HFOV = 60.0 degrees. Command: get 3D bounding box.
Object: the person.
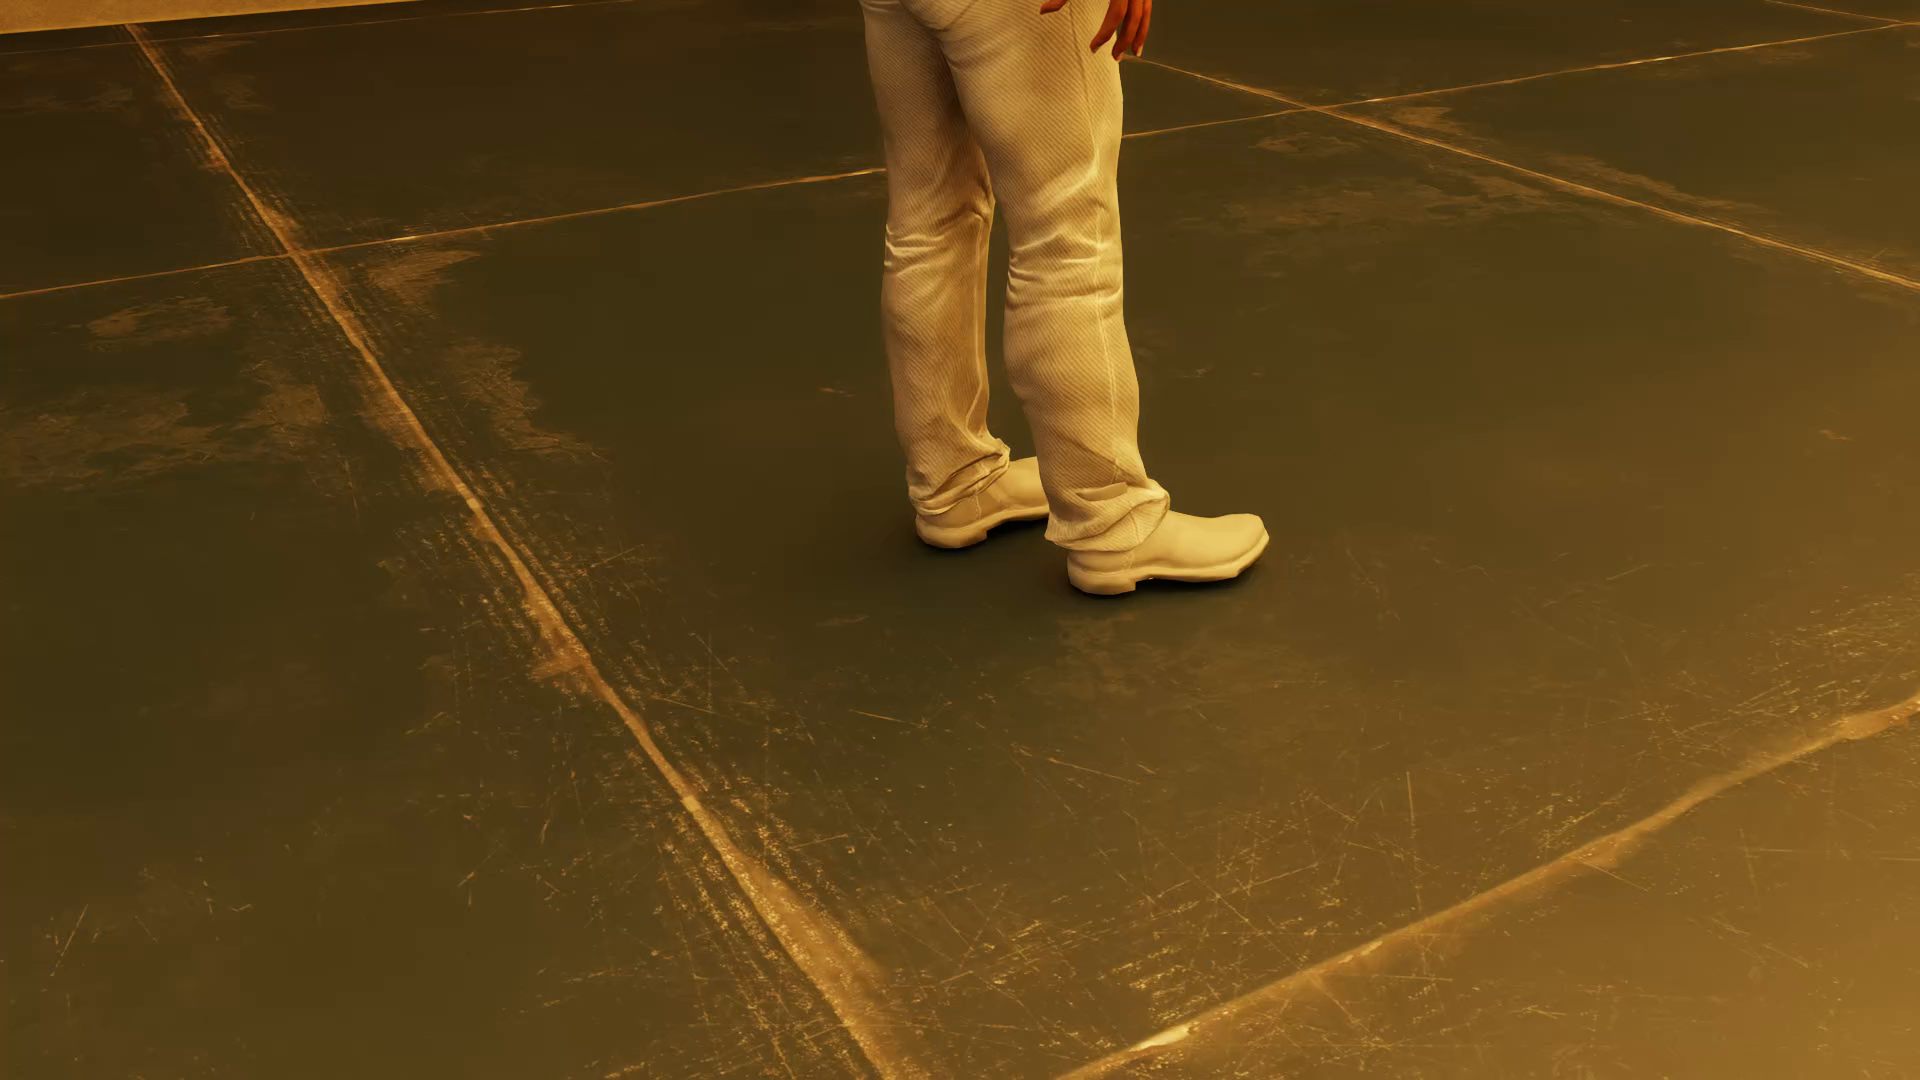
[{"bbox_3d":[0.063,-0.807,2.123,0.577,1.765,0.665,-15,30,-26],"label":"person"}]
